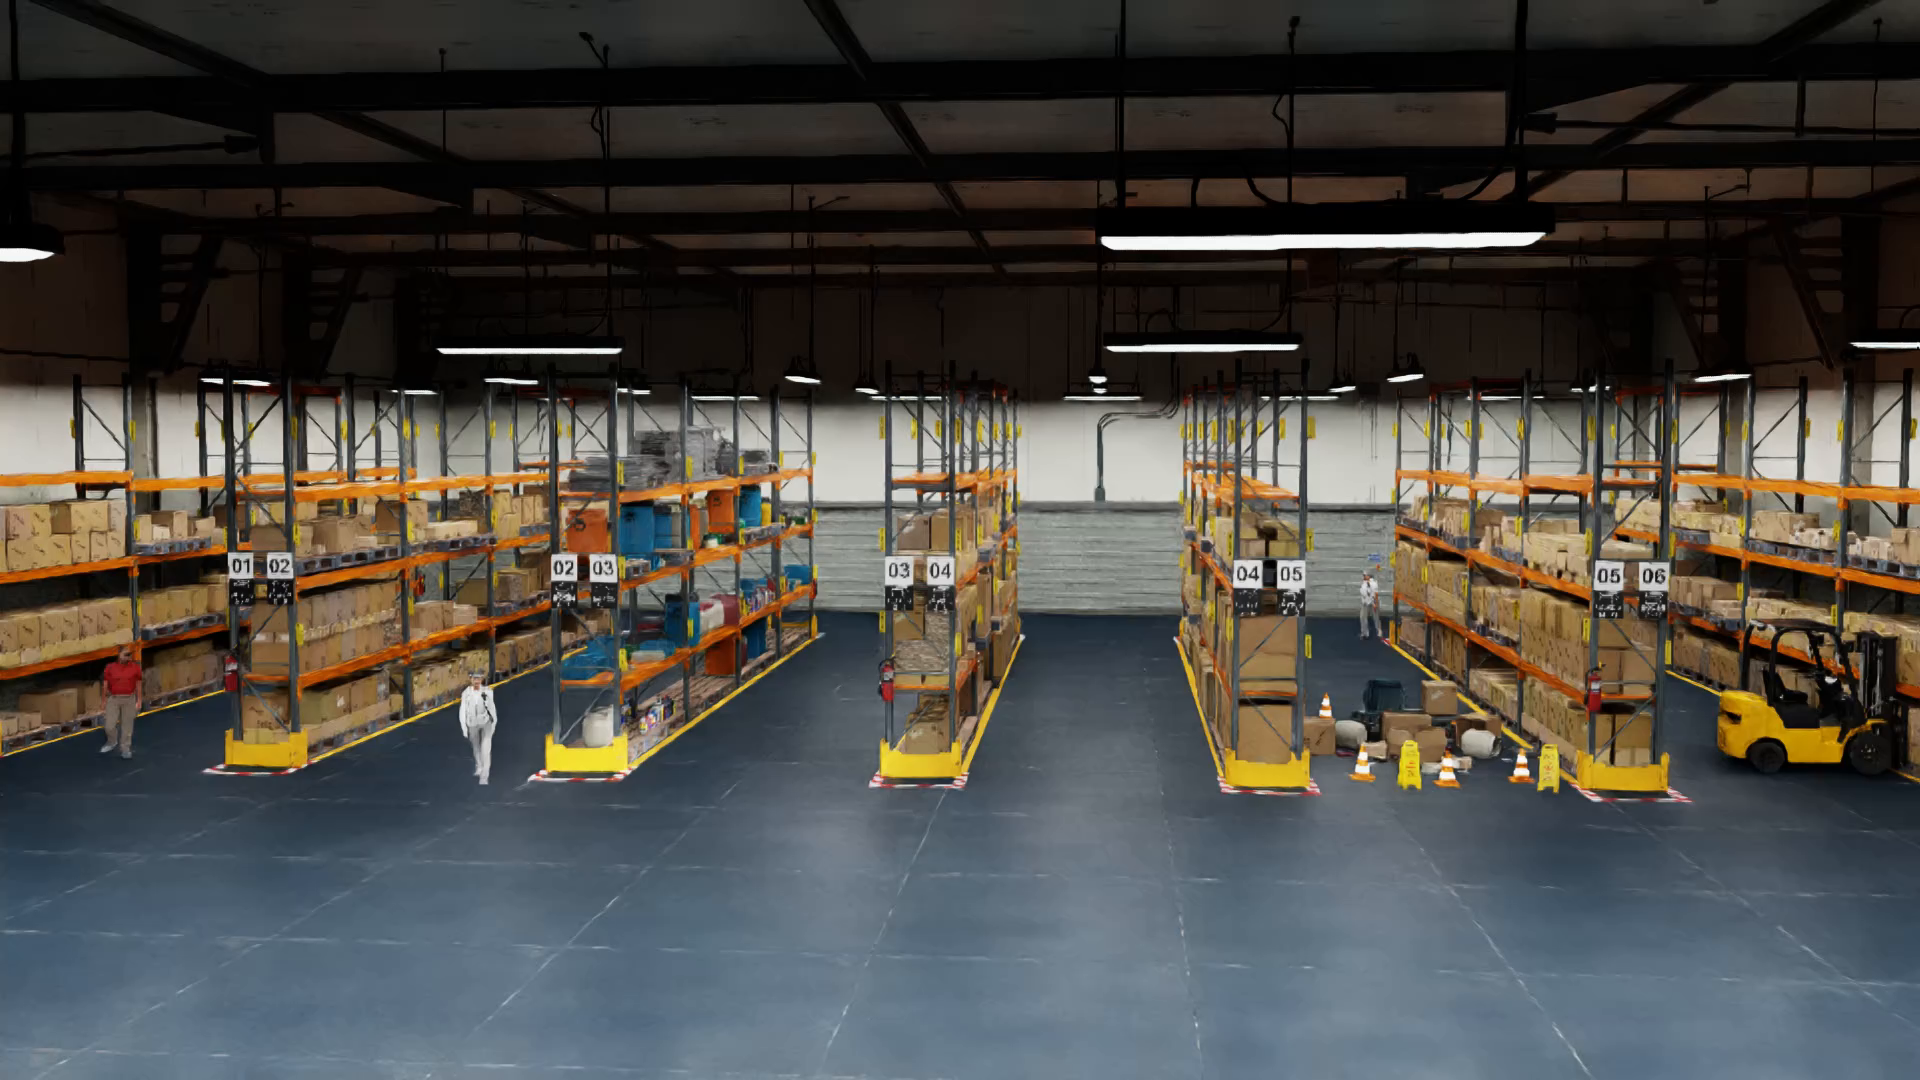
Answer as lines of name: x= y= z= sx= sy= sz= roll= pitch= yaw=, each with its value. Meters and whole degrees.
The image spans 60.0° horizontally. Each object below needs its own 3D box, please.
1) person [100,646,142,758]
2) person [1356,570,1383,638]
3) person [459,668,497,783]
person: x=-12.872 y=2.470 z=25.497 sx=0.607 sy=1.720 sz=0.547 roll=-2 pitch=4 yaw=-31
person: x=9.945 y=1.543 z=40.213 sx=0.560 sy=1.651 sz=0.544 roll=-2 pitch=4 yaw=-30
person: x=-6.868 y=2.617 z=23.681 sx=0.482 sy=1.622 sz=0.994 roll=0 pitch=4 yaw=-4
